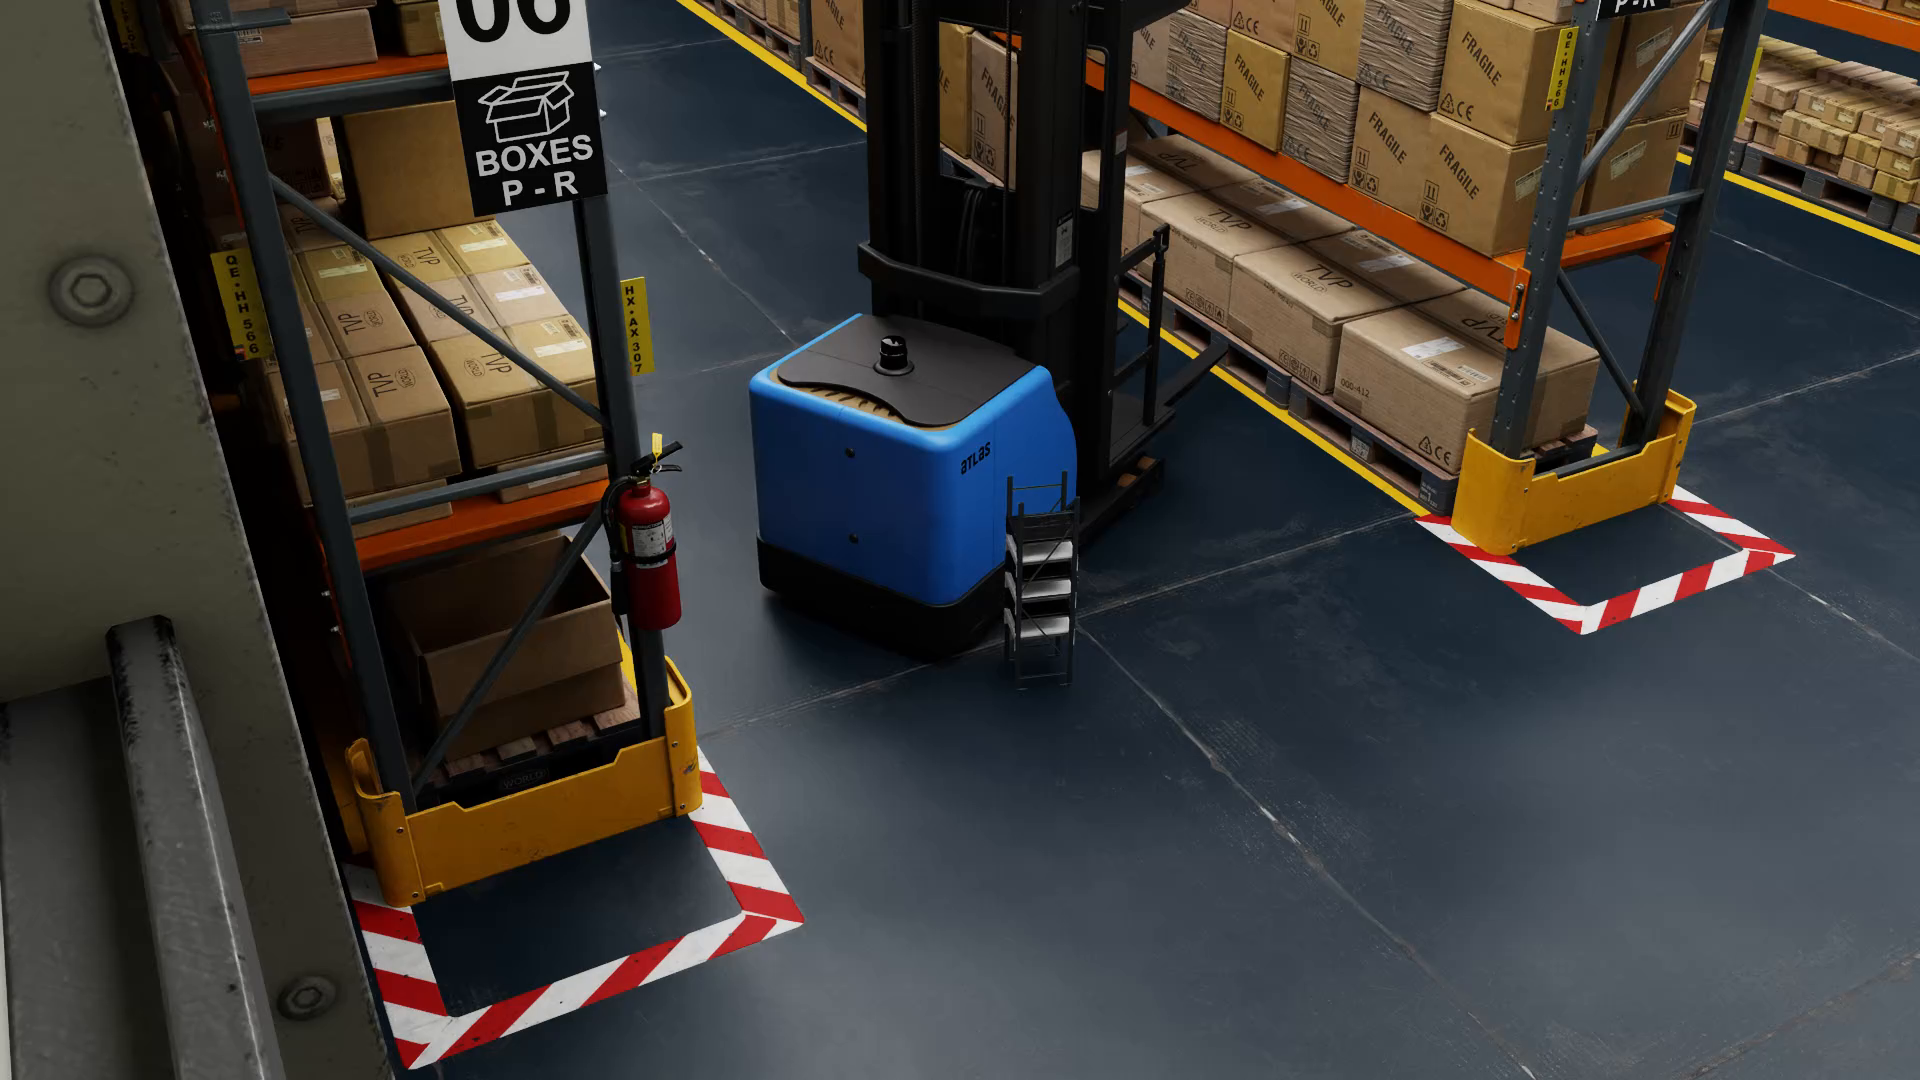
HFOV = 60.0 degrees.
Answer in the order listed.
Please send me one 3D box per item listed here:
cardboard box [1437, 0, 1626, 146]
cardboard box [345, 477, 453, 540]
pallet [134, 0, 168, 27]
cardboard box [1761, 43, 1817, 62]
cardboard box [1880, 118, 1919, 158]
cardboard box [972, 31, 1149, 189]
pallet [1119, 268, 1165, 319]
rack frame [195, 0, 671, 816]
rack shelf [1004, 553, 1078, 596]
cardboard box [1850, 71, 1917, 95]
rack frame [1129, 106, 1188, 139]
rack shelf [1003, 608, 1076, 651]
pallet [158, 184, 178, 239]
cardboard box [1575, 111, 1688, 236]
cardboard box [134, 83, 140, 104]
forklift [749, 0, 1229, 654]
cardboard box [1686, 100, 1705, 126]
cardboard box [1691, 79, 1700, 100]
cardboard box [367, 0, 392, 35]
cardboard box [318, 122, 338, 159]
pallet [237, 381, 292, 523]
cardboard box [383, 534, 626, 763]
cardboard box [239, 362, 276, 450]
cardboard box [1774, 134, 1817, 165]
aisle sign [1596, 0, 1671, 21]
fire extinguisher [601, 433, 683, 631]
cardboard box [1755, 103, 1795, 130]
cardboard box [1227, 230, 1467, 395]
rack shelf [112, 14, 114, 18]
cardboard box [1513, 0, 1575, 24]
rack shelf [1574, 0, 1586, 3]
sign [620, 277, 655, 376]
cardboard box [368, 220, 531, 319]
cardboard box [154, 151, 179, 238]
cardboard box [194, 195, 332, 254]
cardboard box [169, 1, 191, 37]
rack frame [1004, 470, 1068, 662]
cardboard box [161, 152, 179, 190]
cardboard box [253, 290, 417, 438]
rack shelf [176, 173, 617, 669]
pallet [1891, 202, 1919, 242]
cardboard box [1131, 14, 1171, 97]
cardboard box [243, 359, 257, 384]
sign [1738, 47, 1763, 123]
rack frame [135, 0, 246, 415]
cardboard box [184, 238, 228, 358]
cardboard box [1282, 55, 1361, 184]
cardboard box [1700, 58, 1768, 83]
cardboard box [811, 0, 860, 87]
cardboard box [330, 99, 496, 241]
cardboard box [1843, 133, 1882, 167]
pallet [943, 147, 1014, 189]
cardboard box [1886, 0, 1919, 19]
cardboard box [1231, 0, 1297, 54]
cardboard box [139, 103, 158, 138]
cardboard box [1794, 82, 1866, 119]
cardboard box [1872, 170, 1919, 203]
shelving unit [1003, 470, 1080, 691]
[{"bbox_3d":[2.450,-2.049,7.168,0.500,0.500,0.500,-15,35,-22],"label":"cardboard box"},{"bbox_3d":[-1.896,-0.151,5.457,0.380,0.149,0.250,-16,36,-24],"label":"cardboard box"},{"bbox_3d":[-4.856,-3.597,10.781,1.213,0.211,1.003,-16,36,-23],"label":"pallet"},{"bbox_3d":[6.025,-3.512,12.173,0.380,0.149,0.250,-16,36,-24],"label":"cardboard box"},{"bbox_3d":[6.208,-2.605,10.757,0.380,0.149,0.250,-15,35,-21],"label":"cardboard box"},{"bbox_3d":[0.661,-2.883,11.069,0.875,0.875,0.875,-15,35,-22],"label":"cardboard box"},{"bbox_3d":[1.306,-1.768,10.334,1.003,0.211,1.213,-16,36,-23],"label":"pallet"},{"bbox_3d":[-1.504,-0.166,5.248,1.000,3.000,0.127,-16,36,-23],"label":"rack frame"},{"bbox_3d":[0.322,0.125,6.636,0.258,0.077,0.200,-6,33,-9],"label":"rack shelf"},{"bbox_3d":[6.422,-3.137,11.587,0.380,0.149,0.250,-17,36,-25],"label":"cardboard box"},{"bbox_3d":[1.021,-3.325,10.179,1.000,3.000,0.127,-16,36,-23],"label":"rack frame"},{"bbox_3d":[0.322,0.352,6.782,0.258,0.077,0.200,-6,33,-9],"label":"rack shelf"},{"bbox_3d":[-4.919,-2.444,11.388,1.003,0.211,1.213,-16,36,-23],"label":"pallet"},{"bbox_3d":[2.916,-1.759,7.643,0.500,0.500,0.500,-16,36,-23],"label":"cardboard box"},{"bbox_3d":[-5.285,-2.836,11.344,0.500,0.500,0.500,-15,35,-21],"label":"cardboard box"},{"bbox_3d":[0.344,-1.515,7.417,1.130,2.935,3.031,20,38,28],"label":"forklift"},{"bbox_3d":[5.524,-3.107,12.093,0.380,0.149,0.250,-16,36,-23],"label":"cardboard box"},{"bbox_3d":[5.436,-3.368,12.224,0.380,0.149,0.250,-16,36,-23],"label":"cardboard box"},{"bbox_3d":[-1.592,-1.652,5.020,0.380,0.149,0.250,-15,36,-22],"label":"cardboard box"},{"bbox_3d":[-2.669,-1.720,7.537,0.500,0.250,0.500,-16,36,-23],"label":"cardboard box"},{"bbox_3d":[-3.049,-0.572,8.468,1.003,0.211,1.213,-16,36,-23],"label":"pallet"},{"bbox_3d":[-1.705,0.393,6.301,0.797,0.503,0.637,-17,37,-25],"label":"cardboard box"},{"bbox_3d":[-3.270,-0.745,8.255,0.500,0.311,0.500,-15,35,-21],"label":"cardboard box"},{"bbox_3d":[5.879,-2.731,11.505,0.380,0.149,0.250,-17,36,-24],"label":"cardboard box"},{"bbox_3d":[2.645,-2.398,6.323,0.394,0.787,0.004,-16,36,-23],"label":"aisle sign"},{"bbox_3d":[-1.026,-0.022,5.441,0.296,0.674,0.183,-16,36,-23],"label":"fire extinguisher"},{"bbox_3d":[5.812,-2.994,11.641,0.380,0.149,0.250,-14,35,-21],"label":"cardboard box"},{"bbox_3d":[2.055,-1.238,8.908,0.875,0.438,0.875,-15,36,-22],"label":"cardboard box"},{"bbox_3d":[-6.166,-4.635,12.891,1.077,0.370,4.000,-16,36,-23],"label":"rack shelf"},{"bbox_3d":[2.541,-2.273,6.916,0.380,0.149,0.250,-15,36,-22],"label":"cardboard box"},{"bbox_3d":[1.953,-3.331,8.074,1.077,0.370,4.000,-16,36,-23],"label":"rack shelf"},{"bbox_3d":[-1.024,-0.667,5.227,0.100,0.325,0.005,-16,36,-23],"label":"sign"},{"bbox_3d":[-1.952,-0.994,6.404,0.500,0.250,0.500,-17,36,-24],"label":"cardboard box"},{"bbox_3d":[-4.576,-2.102,10.198,0.500,0.500,0.500,-17,36,-25],"label":"cardboard box"},{"bbox_3d":[-2.898,-1.348,6.957,0.500,0.250,0.500,-15,36,-22],"label":"cardboard box"},{"bbox_3d":[-2.175,-1.644,5.007,0.380,0.149,0.250,-15,36,-22],"label":"cardboard box"},{"bbox_3d":[0.303,0.118,6.751,0.240,0.900,0.006,-6,33,-9],"label":"rack frame"},{"bbox_3d":[-4.437,-2.182,9.722,0.380,0.149,0.250,-15,36,-22],"label":"cardboard box"},{"bbox_3d":[-2.192,-0.627,5.831,0.500,0.250,0.500,-16,36,-23],"label":"cardboard box"},{"bbox_3d":[-2.436,-0.817,6.932,1.077,0.370,4.000,-16,36,-23],"label":"rack shelf"},{"bbox_3d":[6.835,-1.968,10.646,1.003,0.211,1.213,-16,36,-23],"label":"pallet"},{"bbox_3d":[1.239,-2.836,9.323,0.500,0.500,0.500,-16,36,-23],"label":"cardboard box"},{"bbox_3d":[-2.561,-0.750,6.392,0.380,0.149,0.250,-16,36,-23],"label":"cardboard box"},{"bbox_3d":[3.379,-1.951,7.158,0.100,0.325,0.005,-16,36,-23],"label":"sign"},{"bbox_3d":[-3.369,-2.075,8.227,1.000,3.000,0.127,-16,36,-23],"label":"rack frame"},{"bbox_3d":[-3.859,-1.359,9.038,0.500,0.500,0.500,-16,36,-23],"label":"cardboard box"},{"bbox_3d":[1.957,-2.108,8.187,0.500,0.500,0.500,-15,36,-22],"label":"cardboard box"},{"bbox_3d":[5.567,-3.374,11.957,0.380,0.149,0.250,-16,36,-24],"label":"cardboard box"},{"bbox_3d":[-0.596,-4.166,13.071,0.875,0.875,0.875,-16,36,-24],"label":"cardboard box"},{"bbox_3d":[-2.177,-1.544,6.567,0.500,0.500,0.500,-15,36,-22],"label":"cardboard box"},{"bbox_3d":[6.119,-2.610,11.040,0.380,0.149,0.250,-14,35,-21],"label":"cardboard box"},{"bbox_3d":[0.594,-2.500,11.476,1.003,0.211,1.213,-16,36,-23],"label":"pallet"},{"bbox_3d":[6.155,-3.447,10.603,0.380,0.149,0.250,-15,36,-22],"label":"cardboard box"},{"bbox_3d":[1.720,-2.769,8.291,0.500,0.500,0.500,-16,36,-23],"label":"cardboard box"},{"bbox_3d":[-4.935,-2.669,10.481,0.380,0.149,0.250,-18,37,-25],"label":"cardboard box"},{"bbox_3d":[5.956,-3.004,11.380,0.380,0.149,0.250,-17,37,-25],"label":"cardboard box"},{"bbox_3d":[6.230,-2.350,10.911,0.380,0.149,0.250,-18,37,-25],"label":"cardboard box"},{"bbox_3d":[0.322,0.172,6.667,0.258,0.900,0.210,-6,33,-9],"label":"shelving unit"}]
